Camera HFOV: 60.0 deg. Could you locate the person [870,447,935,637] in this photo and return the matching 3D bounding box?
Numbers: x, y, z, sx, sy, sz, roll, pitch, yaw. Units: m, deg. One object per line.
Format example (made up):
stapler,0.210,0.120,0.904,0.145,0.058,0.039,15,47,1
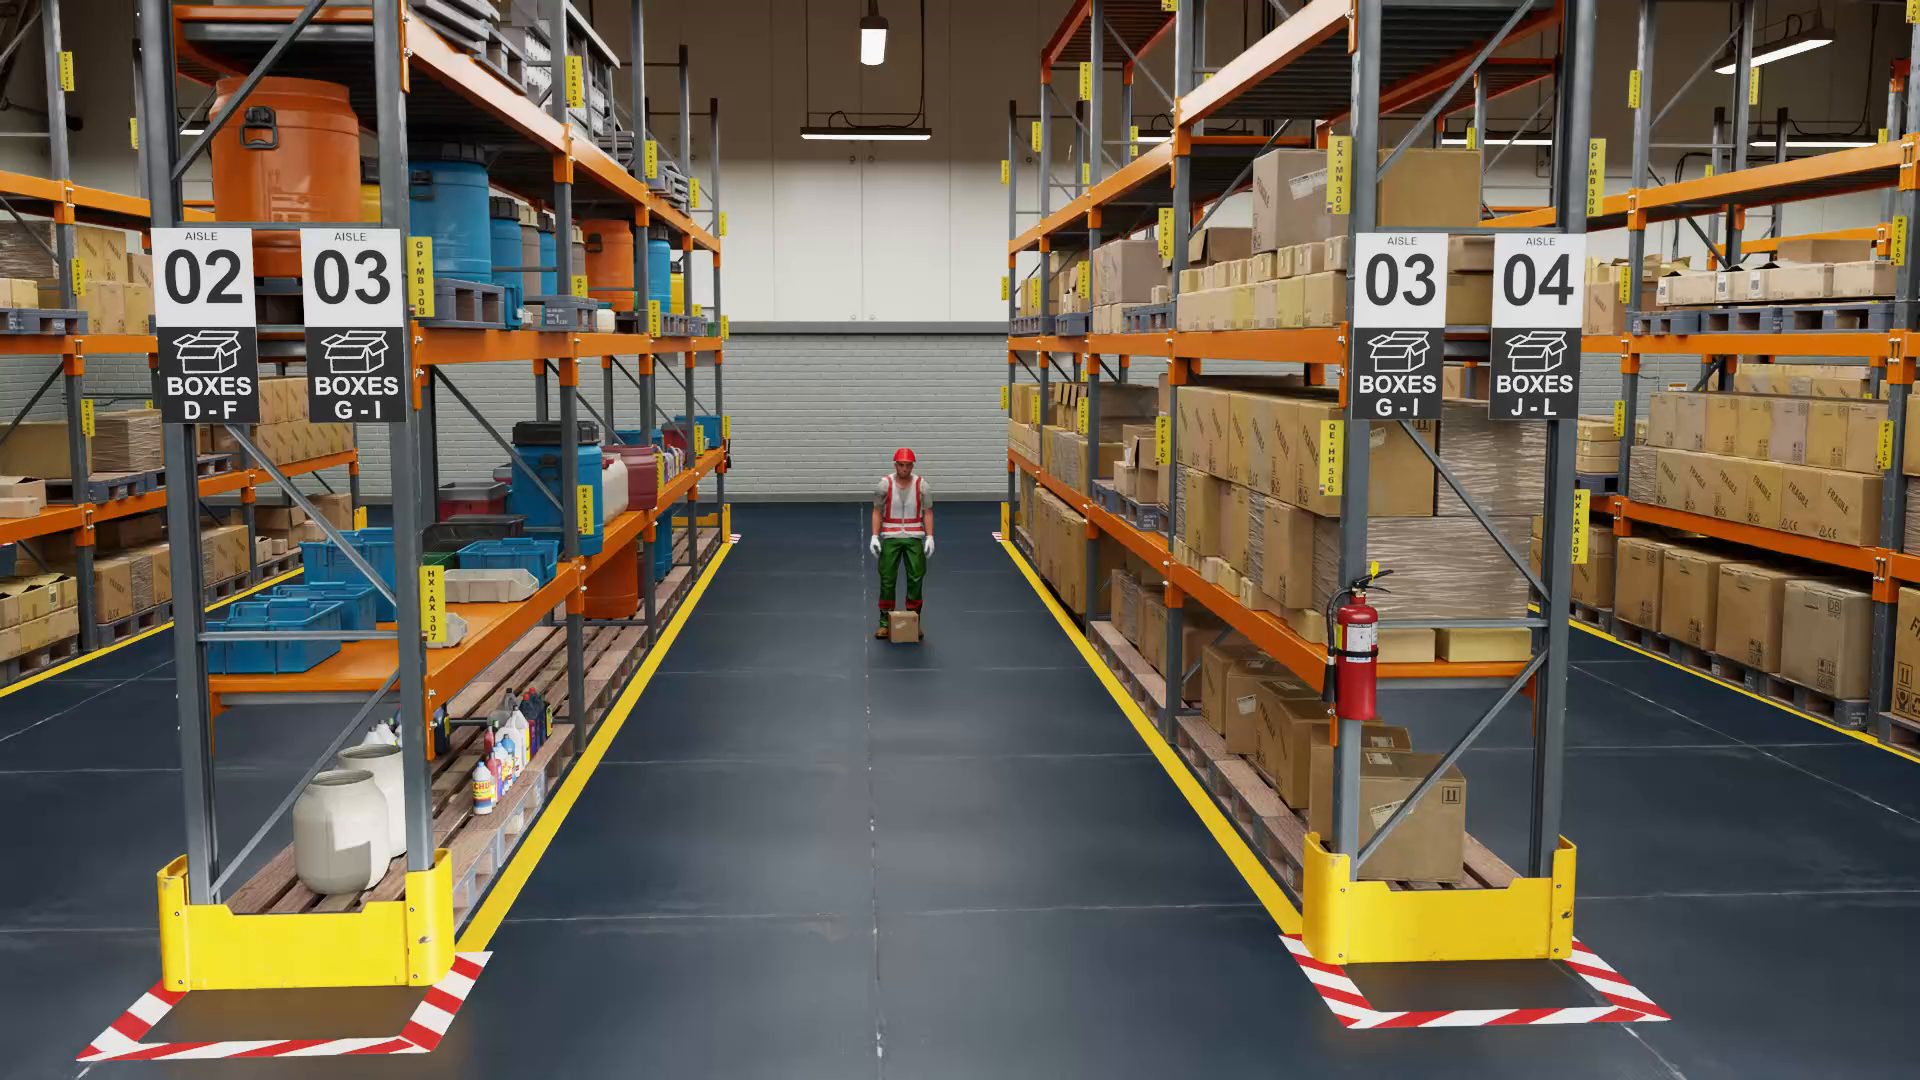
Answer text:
person,-0.537,0.017,15.525,0.608,1.780,0.448,0,7,-3
